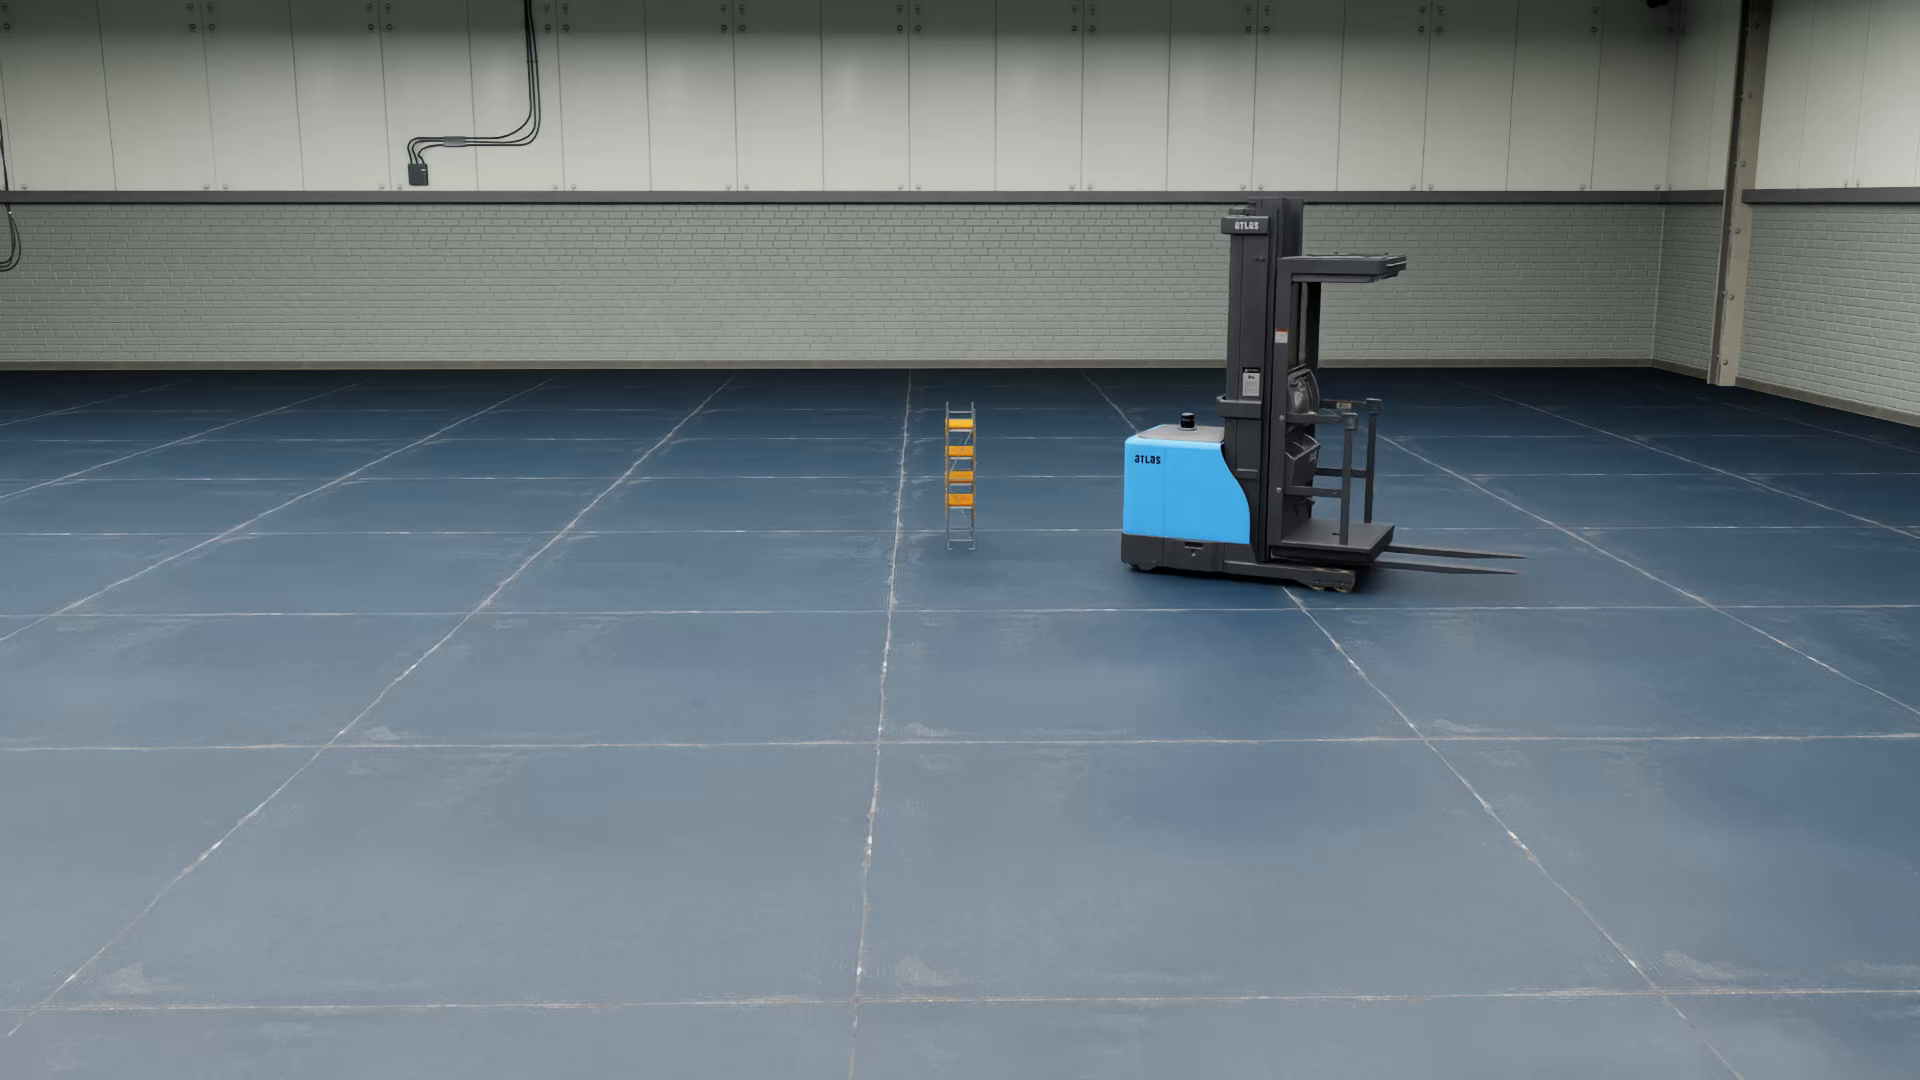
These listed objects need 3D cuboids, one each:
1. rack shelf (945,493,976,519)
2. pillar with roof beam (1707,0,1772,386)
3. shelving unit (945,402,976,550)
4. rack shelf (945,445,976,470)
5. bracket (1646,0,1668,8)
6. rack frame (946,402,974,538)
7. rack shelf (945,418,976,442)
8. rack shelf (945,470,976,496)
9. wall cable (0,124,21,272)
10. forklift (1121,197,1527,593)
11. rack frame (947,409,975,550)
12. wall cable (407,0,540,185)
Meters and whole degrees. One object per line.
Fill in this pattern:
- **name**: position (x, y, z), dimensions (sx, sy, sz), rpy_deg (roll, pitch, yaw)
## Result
- **rack shelf**: position (0.003, -0.295, 14.330), dimensions (0.258, 0.148, 0.480), rpy_deg (0, 11, -1)
- **pillar with roof beam**: position (8.062, -6.915, 26.010), dimensions (9.100, 9.000, 0.400), rpy_deg (0, 11, -1)
- **shelving unit**: position (0.003, -0.555, 14.278), dimensions (0.258, 1.200, 0.503), rpy_deg (0, 11, -1)
- **rack shelf**: position (0.003, -0.708, 14.247), dimensions (0.258, 0.148, 0.480), rpy_deg (0, 11, -1)
- **bracket**: position (11.953, -9.249, 28.460), dimensions (0.235, 0.232, 0.430), rpy_deg (0, 11, -1)
- **rack frame**: position (-0.002, -0.604, 14.517), dimensions (0.240, 1.200, 0.015), rpy_deg (0, 11, -1)
- **rack shelf**: position (0.003, -0.940, 14.199), dimensions (0.258, 0.148, 0.480), rpy_deg (0, 11, -1)
- **rack shelf**: position (0.003, -0.489, 14.291), dimensions (0.258, 0.148, 0.480), rpy_deg (0, 11, -1)
- **wall cable**: position (-17.866, -5.872, 28.681), dimensions (3.097, 2.526, 0.112), rpy_deg (0, 11, -1)
- **forklift**: position (2.856, -1.158, 12.895), dimensions (3.031, 2.935, 1.130), rpy_deg (5, 13, 23)
- **rack frame**: position (0.008, -0.507, 14.039), dimensions (0.240, 1.200, 0.015), rpy_deg (0, 11, -1)
- **wall cable**: position (-8.375, -9.097, 28.211), dimensions (2.305, 6.003, 0.169), rpy_deg (0, 11, -1)
